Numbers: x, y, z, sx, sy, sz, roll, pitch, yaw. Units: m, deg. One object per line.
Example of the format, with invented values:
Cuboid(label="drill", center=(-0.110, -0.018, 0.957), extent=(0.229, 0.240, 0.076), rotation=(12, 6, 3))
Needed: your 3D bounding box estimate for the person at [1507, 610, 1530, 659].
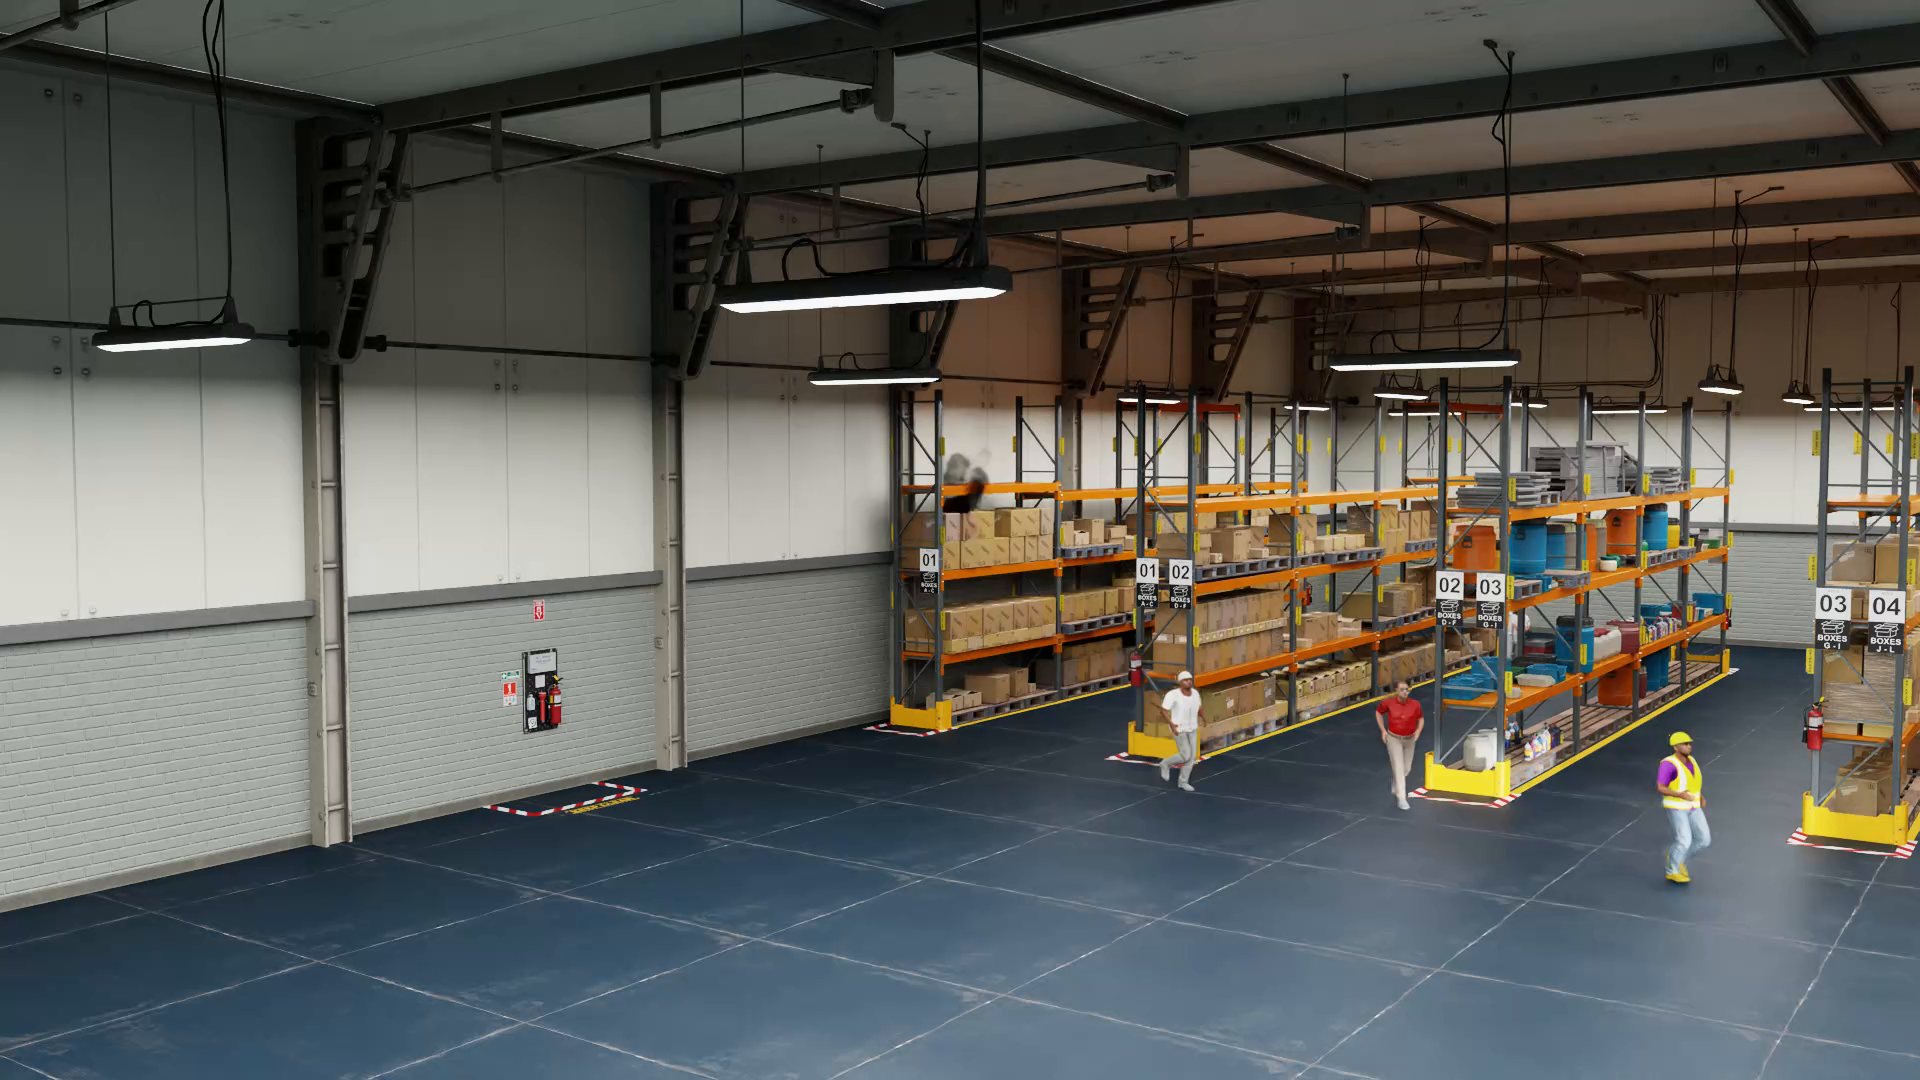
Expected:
Cuboid(label="person", center=(11.667, 2.158, 35.010), extent=(0.634, 1.857, 0.788), rotation=(1, 4, 23))

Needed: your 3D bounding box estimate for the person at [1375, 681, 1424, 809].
Cuboid(label="person", center=(6.189, 2.839, 23.341), extent=(0.637, 1.731, 0.881), rotation=(0, 3, -4))

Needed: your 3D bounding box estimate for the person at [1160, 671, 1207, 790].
Cuboid(label="person", center=(3.276, 2.773, 24.341), extent=(0.688, 1.734, 0.632), rotation=(-2, 4, -29))

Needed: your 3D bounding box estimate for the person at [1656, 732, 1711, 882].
Cuboid(label="person", center=(8.309, 3.059, 19.003), extent=(0.688, 1.721, 0.579), rotation=(-1, 4, -25))
